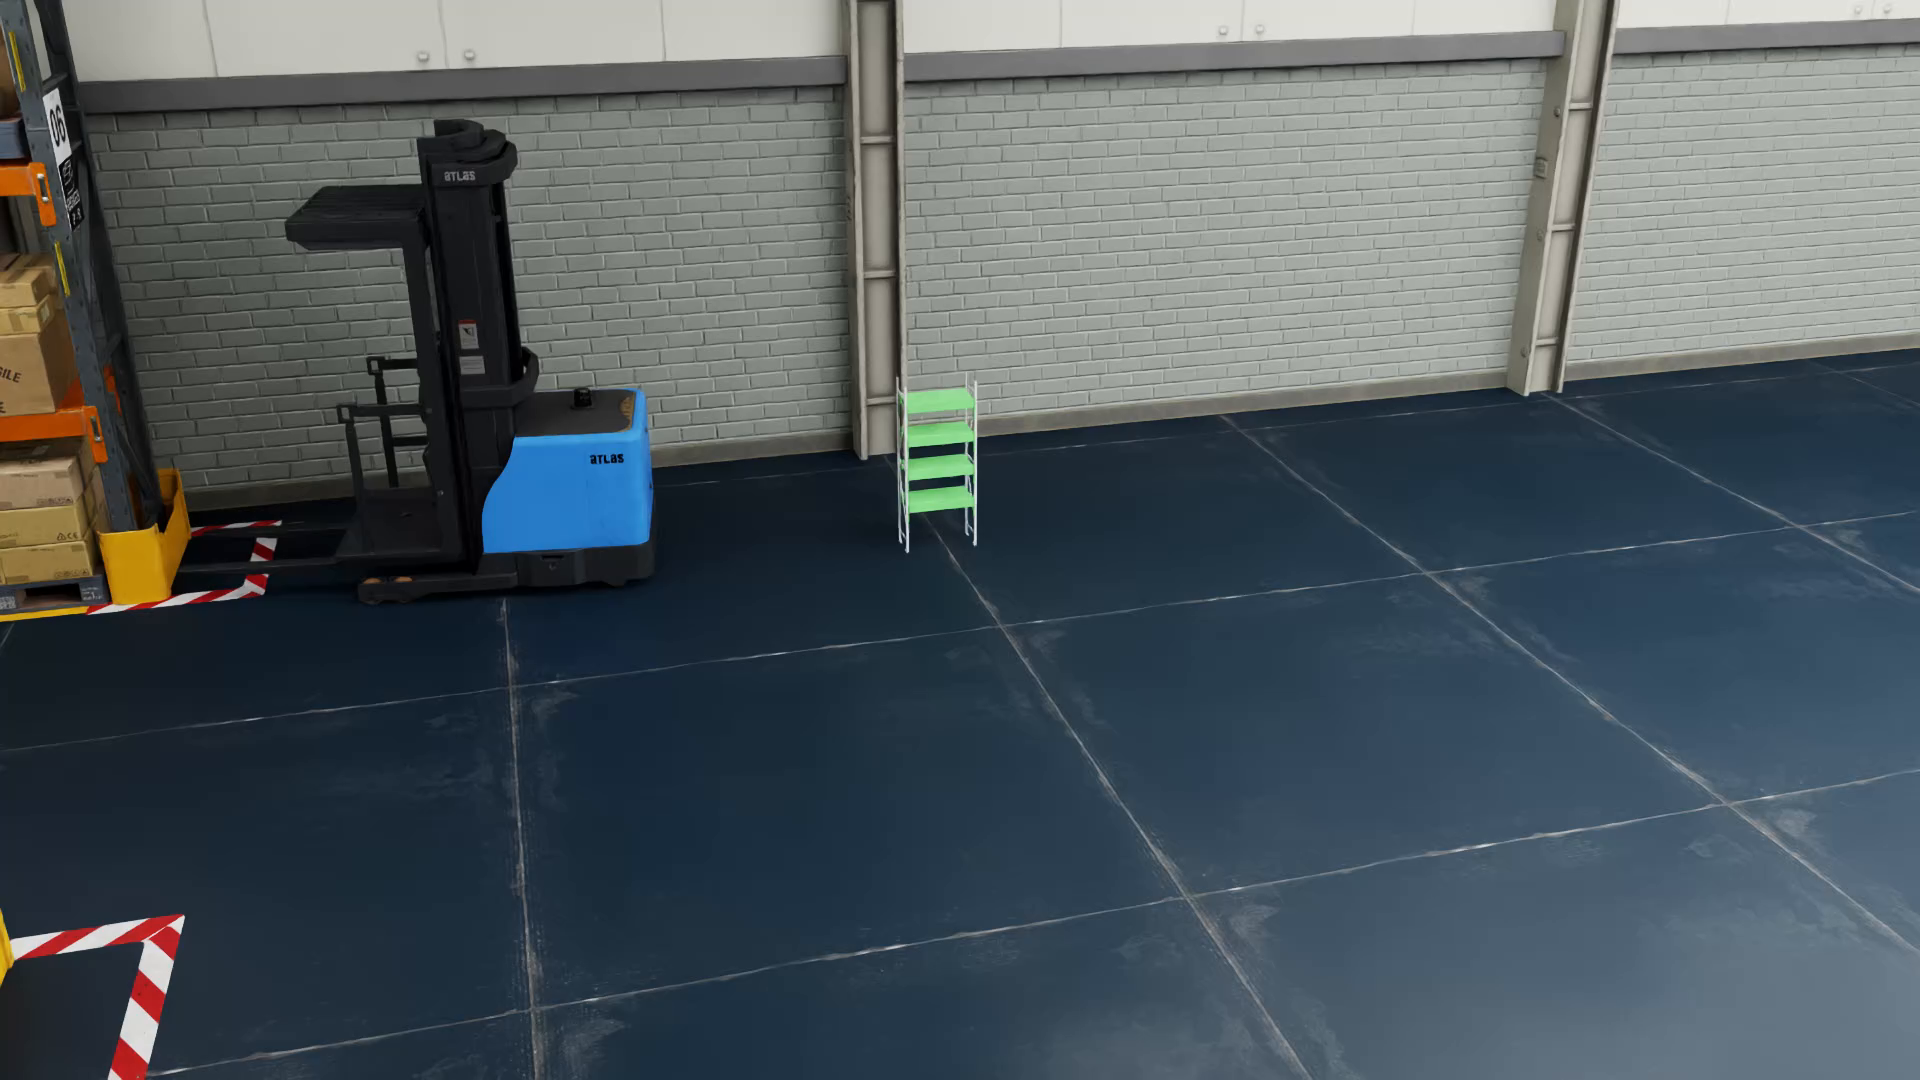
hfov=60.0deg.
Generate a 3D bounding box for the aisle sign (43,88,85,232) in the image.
[{"bbox_3d":[-5.361,-2.276,9.955,0.004,0.787,0.394,-6,24,-14],"label":"aisle sign"}]

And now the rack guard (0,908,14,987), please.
[{"bbox_3d":[-4.232,1.855,6.794,0.348,0.500,1.175,-6,24,-14],"label":"rack guard"}]

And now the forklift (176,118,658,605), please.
[{"bbox_3d":[-3.596,-1.151,10.716,3.031,2.935,1.130,-3,23,-7],"label":"forklift"}]

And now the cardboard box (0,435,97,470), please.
[{"bbox_3d":[-6.017,-0.596,11.021,0.500,0.250,0.500,-7,24,-15],"label":"cardboard box"}]

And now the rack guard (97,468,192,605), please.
[{"bbox_3d":[-5.480,-0.040,11.210,0.348,0.500,1.175,-6,24,-14],"label":"rack guard"}]

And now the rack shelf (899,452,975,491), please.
[{"bbox_3d":[-0.159,-0.475,11.497,0.480,0.148,0.258,-6,24,-14],"label":"rack shelf"}]

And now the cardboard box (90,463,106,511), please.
[{"bbox_3d":[-6.012,-0.374,11.139,0.500,0.250,0.500,-6,24,-13],"label":"cardboard box"}]

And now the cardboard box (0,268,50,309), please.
[{"bbox_3d":[-5.791,-1.549,10.229,0.250,0.149,0.380,-6,24,-14],"label":"cardboard box"}]

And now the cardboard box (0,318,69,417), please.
[{"bbox_3d":[-5.906,-1.080,10.336,0.500,0.500,0.500,-7,24,-16],"label":"cardboard box"}]

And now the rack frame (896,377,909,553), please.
[{"bbox_3d":[-0.394,-0.508,11.412,0.015,1.200,0.240,-6,24,-14],"label":"rack frame"}]

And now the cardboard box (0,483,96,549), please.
[{"bbox_3d":[-5.888,-0.175,10.674,0.500,0.250,0.500,-7,24,-15],"label":"cardboard box"}]

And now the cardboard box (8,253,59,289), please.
[{"bbox_3d":[-5.884,-1.712,10.610,0.250,0.149,0.380,-7,24,-15],"label":"cardboard box"}]

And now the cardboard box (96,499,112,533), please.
[{"bbox_3d":[-6.029,-0.138,11.221,0.500,0.250,0.500,-6,24,-14],"label":"cardboard box"}]

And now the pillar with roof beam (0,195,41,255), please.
[{"bbox_3d":[-5.254,-2.577,6.343,0.400,9.000,9.100,-6,24,-14],"label":"pillar with roof beam"}]

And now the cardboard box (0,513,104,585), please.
[{"bbox_3d":[-5.870,0.054,10.774,0.500,0.250,0.500,-6,24,-14],"label":"cardboard box"}]

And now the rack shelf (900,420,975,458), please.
[{"bbox_3d":[-0.159,-0.696,11.403,0.480,0.148,0.258,-6,24,-14],"label":"rack shelf"}]

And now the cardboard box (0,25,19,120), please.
[{"bbox_3d":[-5.864,-2.710,9.671,0.500,0.500,0.500,-6,24,-13],"label":"cardboard box"}]

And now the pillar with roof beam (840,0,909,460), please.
[{"bbox_3d":[0.523,-3.216,7.833,0.400,9.000,9.100,-6,24,-14],"label":"pillar with roof beam"}]

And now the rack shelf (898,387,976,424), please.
[{"bbox_3d":[-0.159,-0.916,11.308,0.480,0.148,0.258,-6,24,-14],"label":"rack shelf"}]

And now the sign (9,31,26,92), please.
[{"bbox_3d":[-5.370,-2.728,9.477,0.005,0.325,0.100,-6,24,-14],"label":"sign"}]

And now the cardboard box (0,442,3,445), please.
[{"bbox_3d":[-6.497,-0.541,10.894,0.500,0.250,0.500,-6,24,-14],"label":"cardboard box"}]

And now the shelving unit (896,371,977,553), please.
[{"bbox_3d":[-0.159,-0.534,11.472,0.503,1.200,0.258,-6,24,-14],"label":"shelving unit"}]

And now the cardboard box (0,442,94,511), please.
[{"bbox_3d":[-5.862,-0.408,10.583,0.500,0.250,0.500,-5,24,-13],"label":"cardboard box"}]

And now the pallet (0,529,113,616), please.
[{"bbox_3d":[-6.228,0.192,11.034,1.213,0.211,1.003,-6,24,-14],"label":"pallet"}]

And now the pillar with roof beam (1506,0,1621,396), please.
[{"bbox_3d":[6.300,-3.855,9.322,0.400,9.000,9.100,-6,24,-14],"label":"pillar with roof beam"}]

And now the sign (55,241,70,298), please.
[{"bbox_3d":[-5.370,-1.620,9.952,0.005,0.325,0.100,-6,24,-14],"label":"sign"}]

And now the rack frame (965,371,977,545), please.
[{"bbox_3d":[0.076,-0.560,11.533,0.015,1.200,0.240,-6,24,-14],"label":"rack frame"}]

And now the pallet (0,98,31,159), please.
[{"bbox_3d":[-6.191,-2.459,9.984,1.213,0.211,1.003,-6,24,-14],"label":"pallet"}]

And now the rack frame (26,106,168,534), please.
[{"bbox_3d":[-5.503,-1.186,10.711,0.127,3.000,1.000,-6,24,-14],"label":"rack frame"}]

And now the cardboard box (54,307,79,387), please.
[{"bbox_3d":[-6.055,-1.285,10.814,0.500,0.500,0.500,-6,24,-13],"label":"cardboard box"}]

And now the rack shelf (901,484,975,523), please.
[{"bbox_3d":[-0.159,-0.254,11.592,0.480,0.148,0.258,-6,24,-14],"label":"rack shelf"}]

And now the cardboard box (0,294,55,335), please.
[{"bbox_3d":[-5.761,-1.387,10.229,0.250,0.149,0.380,-6,24,-14],"label":"cardboard box"}]

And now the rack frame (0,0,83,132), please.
[{"bbox_3d":[-5.503,-3.943,9.528,0.127,3.000,1.000,-6,24,-14],"label":"rack frame"}]

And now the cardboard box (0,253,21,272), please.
[{"bbox_3d":[-6.157,-1.708,10.599,0.250,0.149,0.380,-5,24,-13],"label":"cardboard box"}]

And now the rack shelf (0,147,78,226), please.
[{"bbox_3d":[-7.429,-2.021,9.765,4.000,0.370,1.077,-6,24,-14],"label":"rack shelf"}]

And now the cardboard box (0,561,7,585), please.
[{"bbox_3d":[-6.352,0.104,10.659,0.500,0.250,0.500,-6,24,-14],"label":"cardboard box"}]

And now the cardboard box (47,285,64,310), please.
[{"bbox_3d":[-5.900,-1.593,10.708,0.250,0.149,0.380,-7,24,-16],"label":"cardboard box"}]

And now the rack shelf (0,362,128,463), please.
[{"bbox_3d":[-7.429,-0.643,10.356,4.000,0.370,1.077,-6,24,-14],"label":"rack shelf"}]
